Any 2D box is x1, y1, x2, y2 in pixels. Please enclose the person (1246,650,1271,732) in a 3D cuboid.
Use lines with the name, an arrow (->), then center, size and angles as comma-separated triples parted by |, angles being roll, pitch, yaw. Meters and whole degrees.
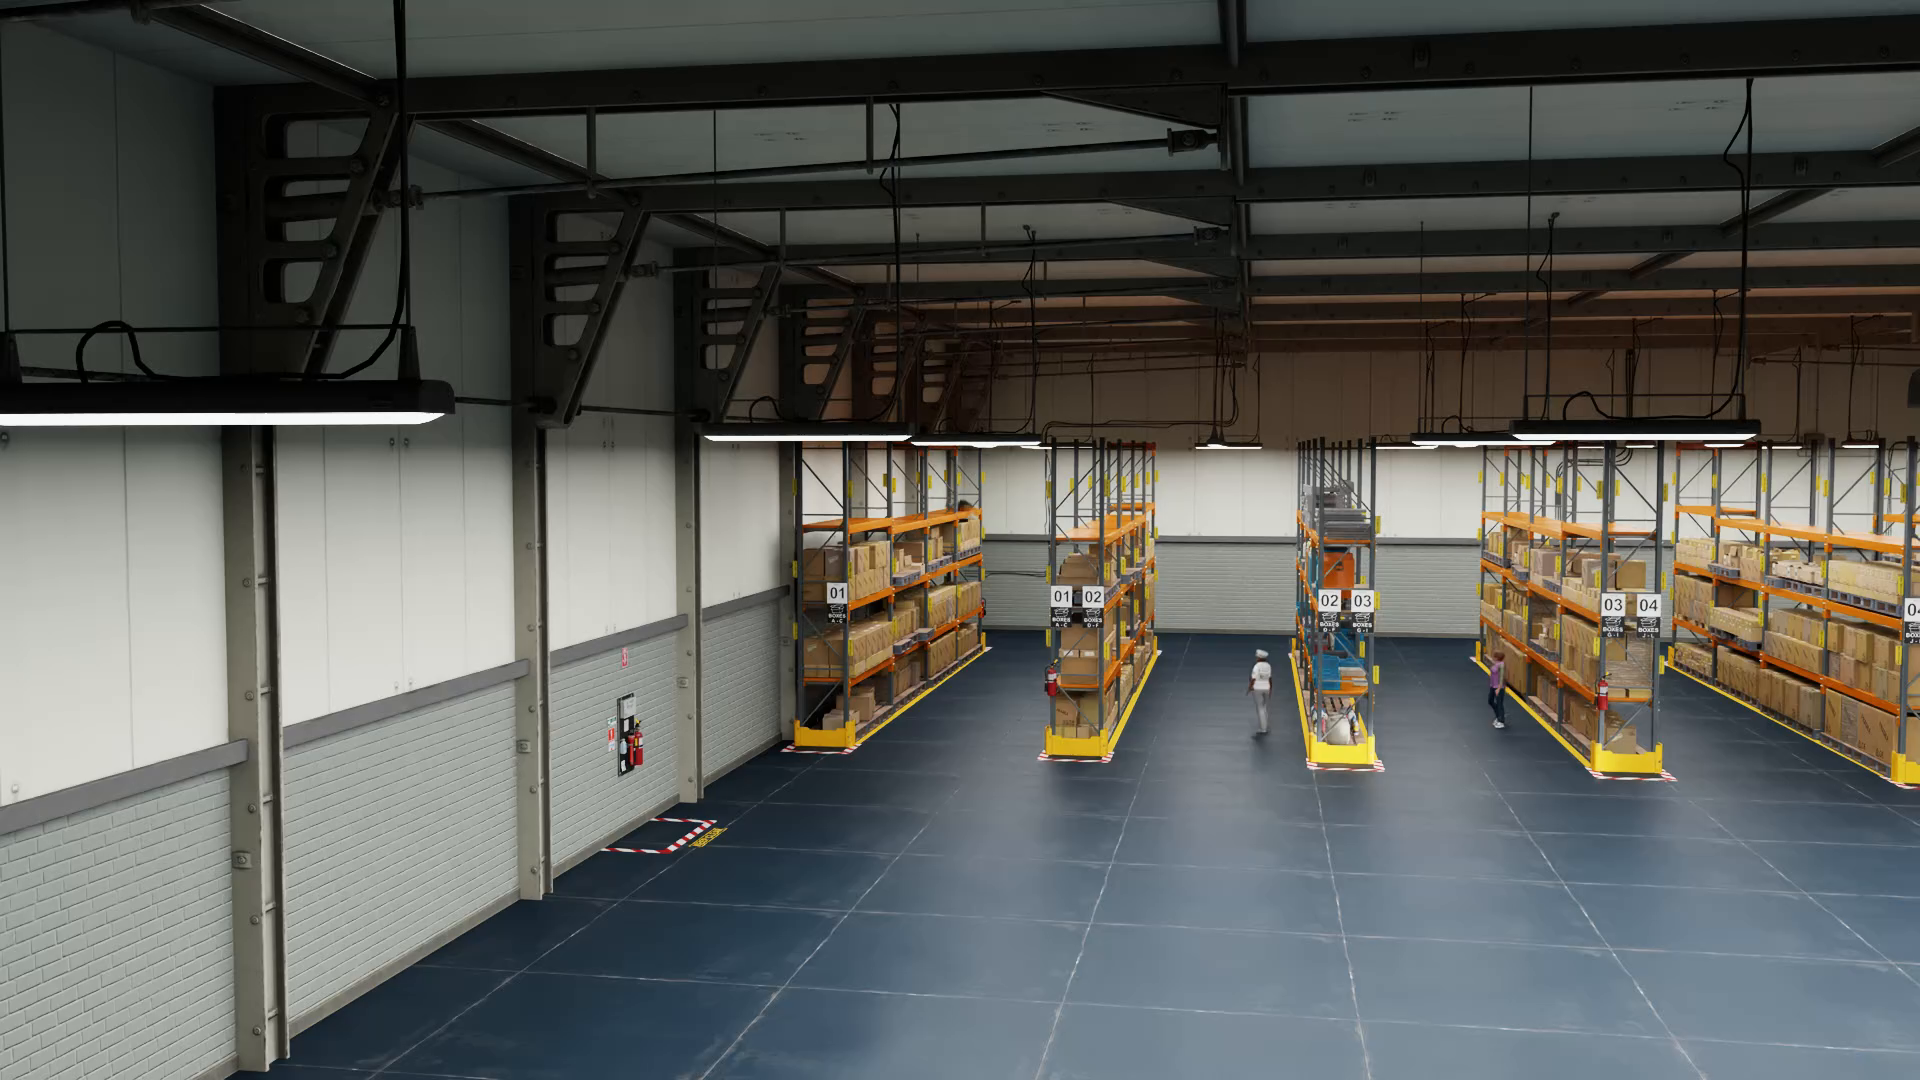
person -> 6.122, 3.109, 33.950 | 0.490, 1.752, 0.594 | -1, 3, -24

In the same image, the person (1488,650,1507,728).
person -> 11.212, 3.091, 34.626 | 0.349, 1.610, 0.500 | 0, 3, -8

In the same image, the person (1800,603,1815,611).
person -> 24.124, 2.344, 47.372 | 0.988, 1.744, 0.587 | -1, 3, -18
